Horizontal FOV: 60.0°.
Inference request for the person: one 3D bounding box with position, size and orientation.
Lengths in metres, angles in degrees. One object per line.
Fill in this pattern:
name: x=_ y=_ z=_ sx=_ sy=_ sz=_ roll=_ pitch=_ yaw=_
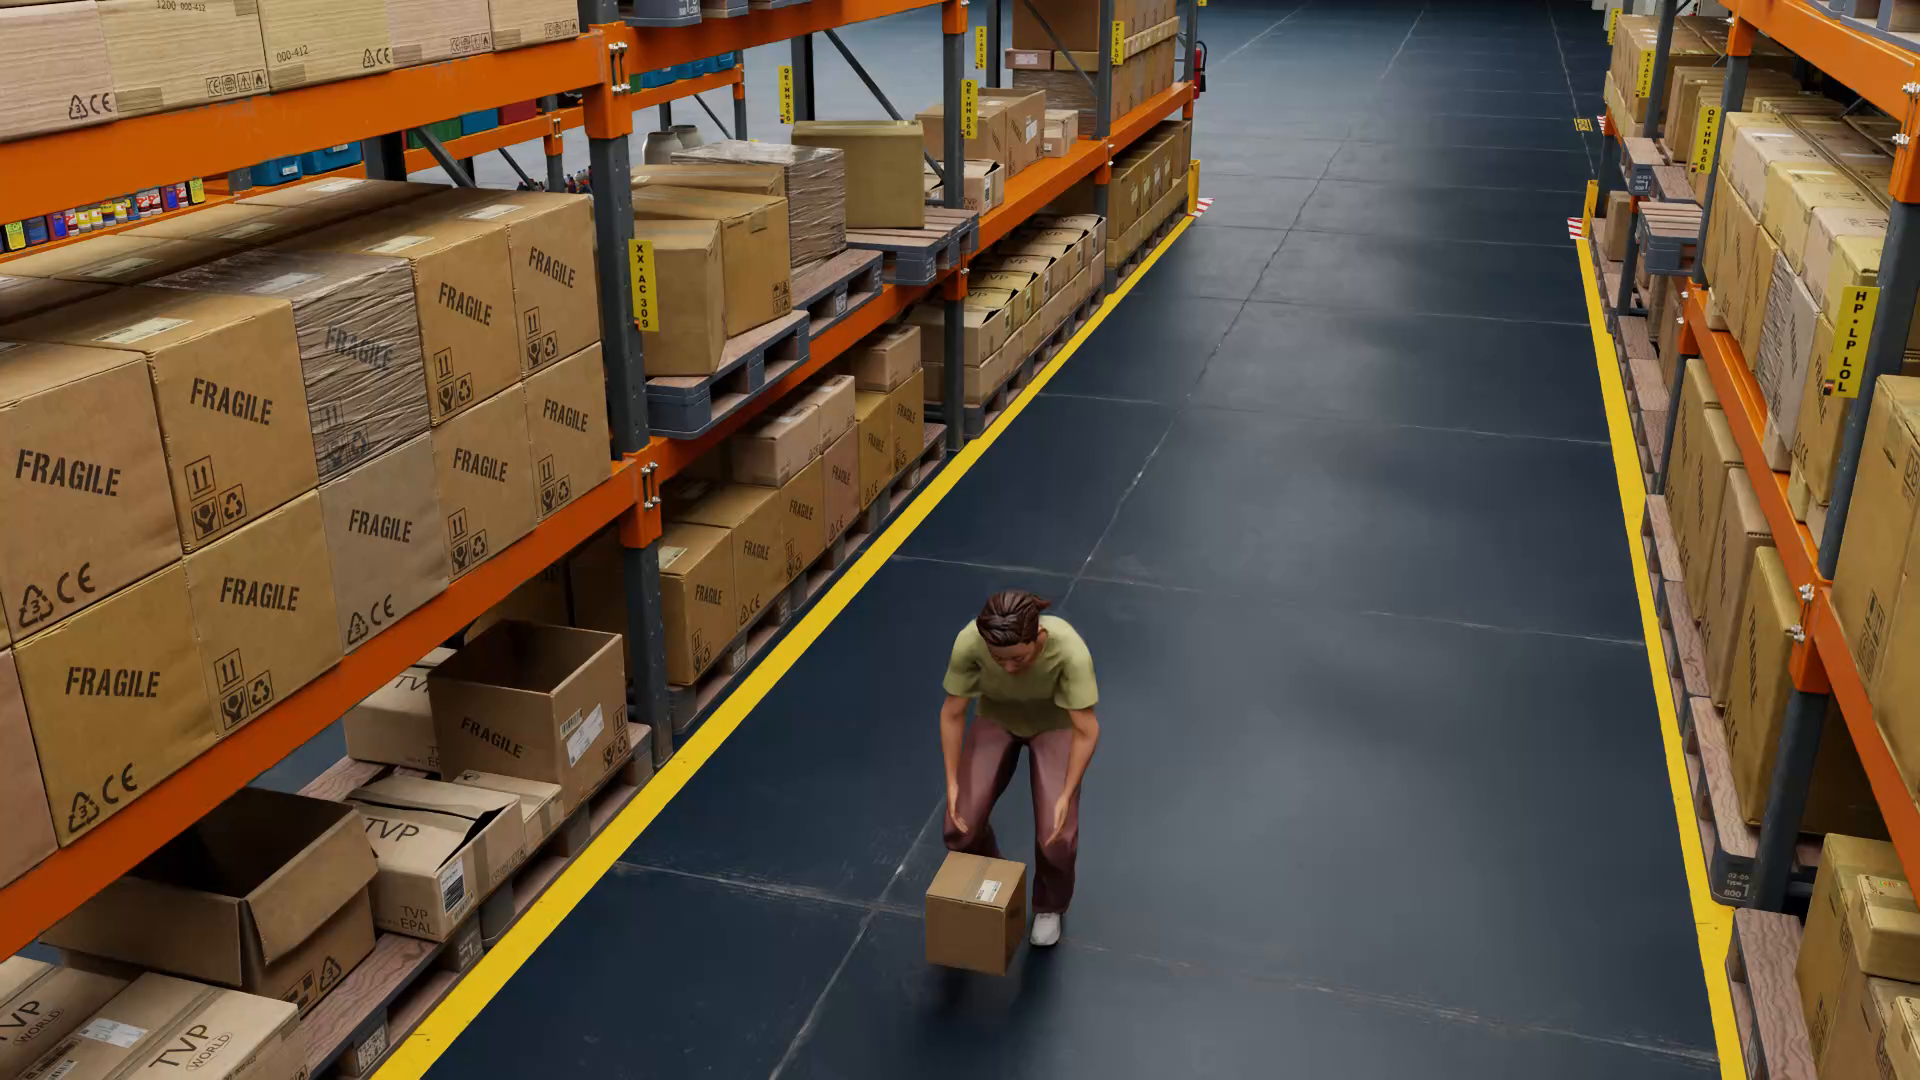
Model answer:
person: x=0.207 y=0.692 z=5.343 sx=0.511 sy=1.335 sz=0.666 roll=7 pitch=23 yaw=16
